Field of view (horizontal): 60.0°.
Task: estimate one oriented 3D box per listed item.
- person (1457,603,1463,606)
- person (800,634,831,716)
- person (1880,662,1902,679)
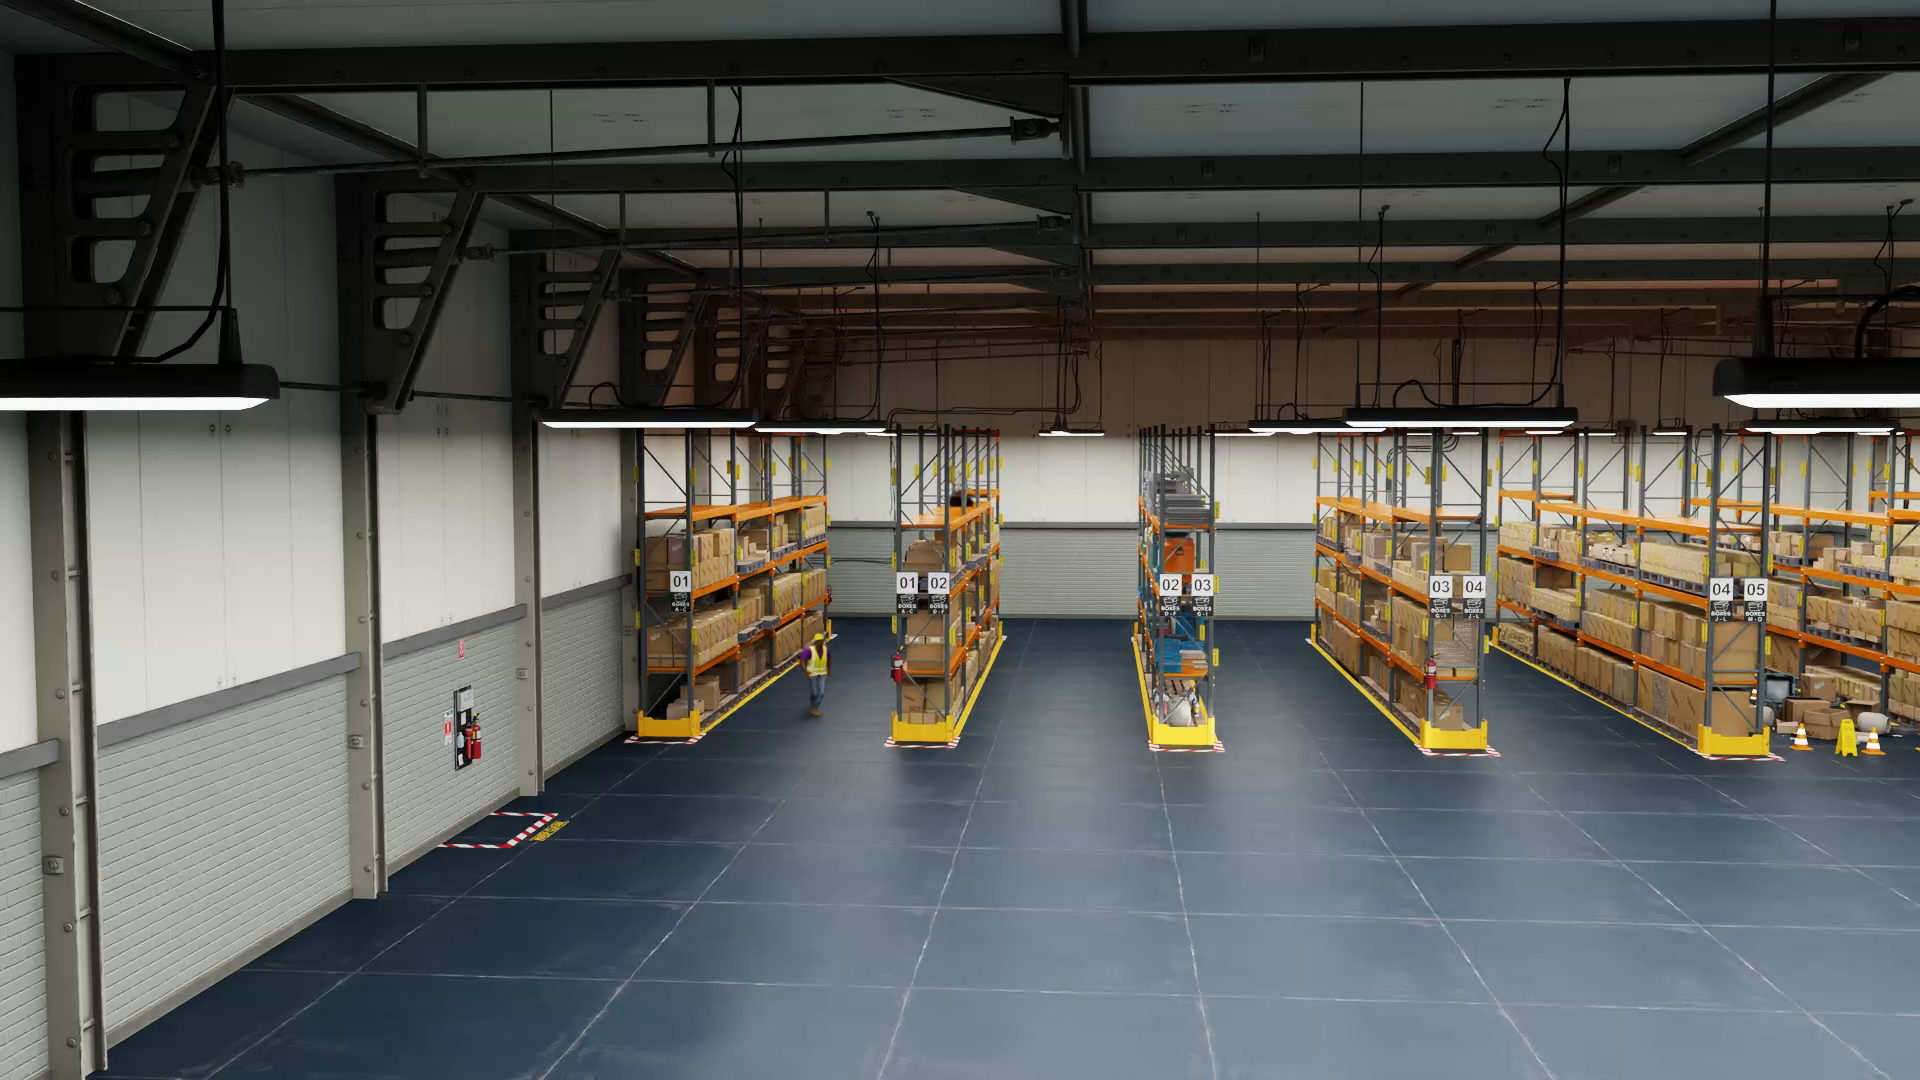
[{"bbox_3d":[13.897,2.085,46.811,0.709,1.618,0.685,-3,5,-41],"label":"person"},{"bbox_3d":[-2.989,2.778,34.484,0.699,1.702,0.588,-1,4,-23],"label":"person"},{"bbox_3d":[21.671,2.580,38.622,0.587,1.610,0.646,0,3,-6],"label":"person"}]
